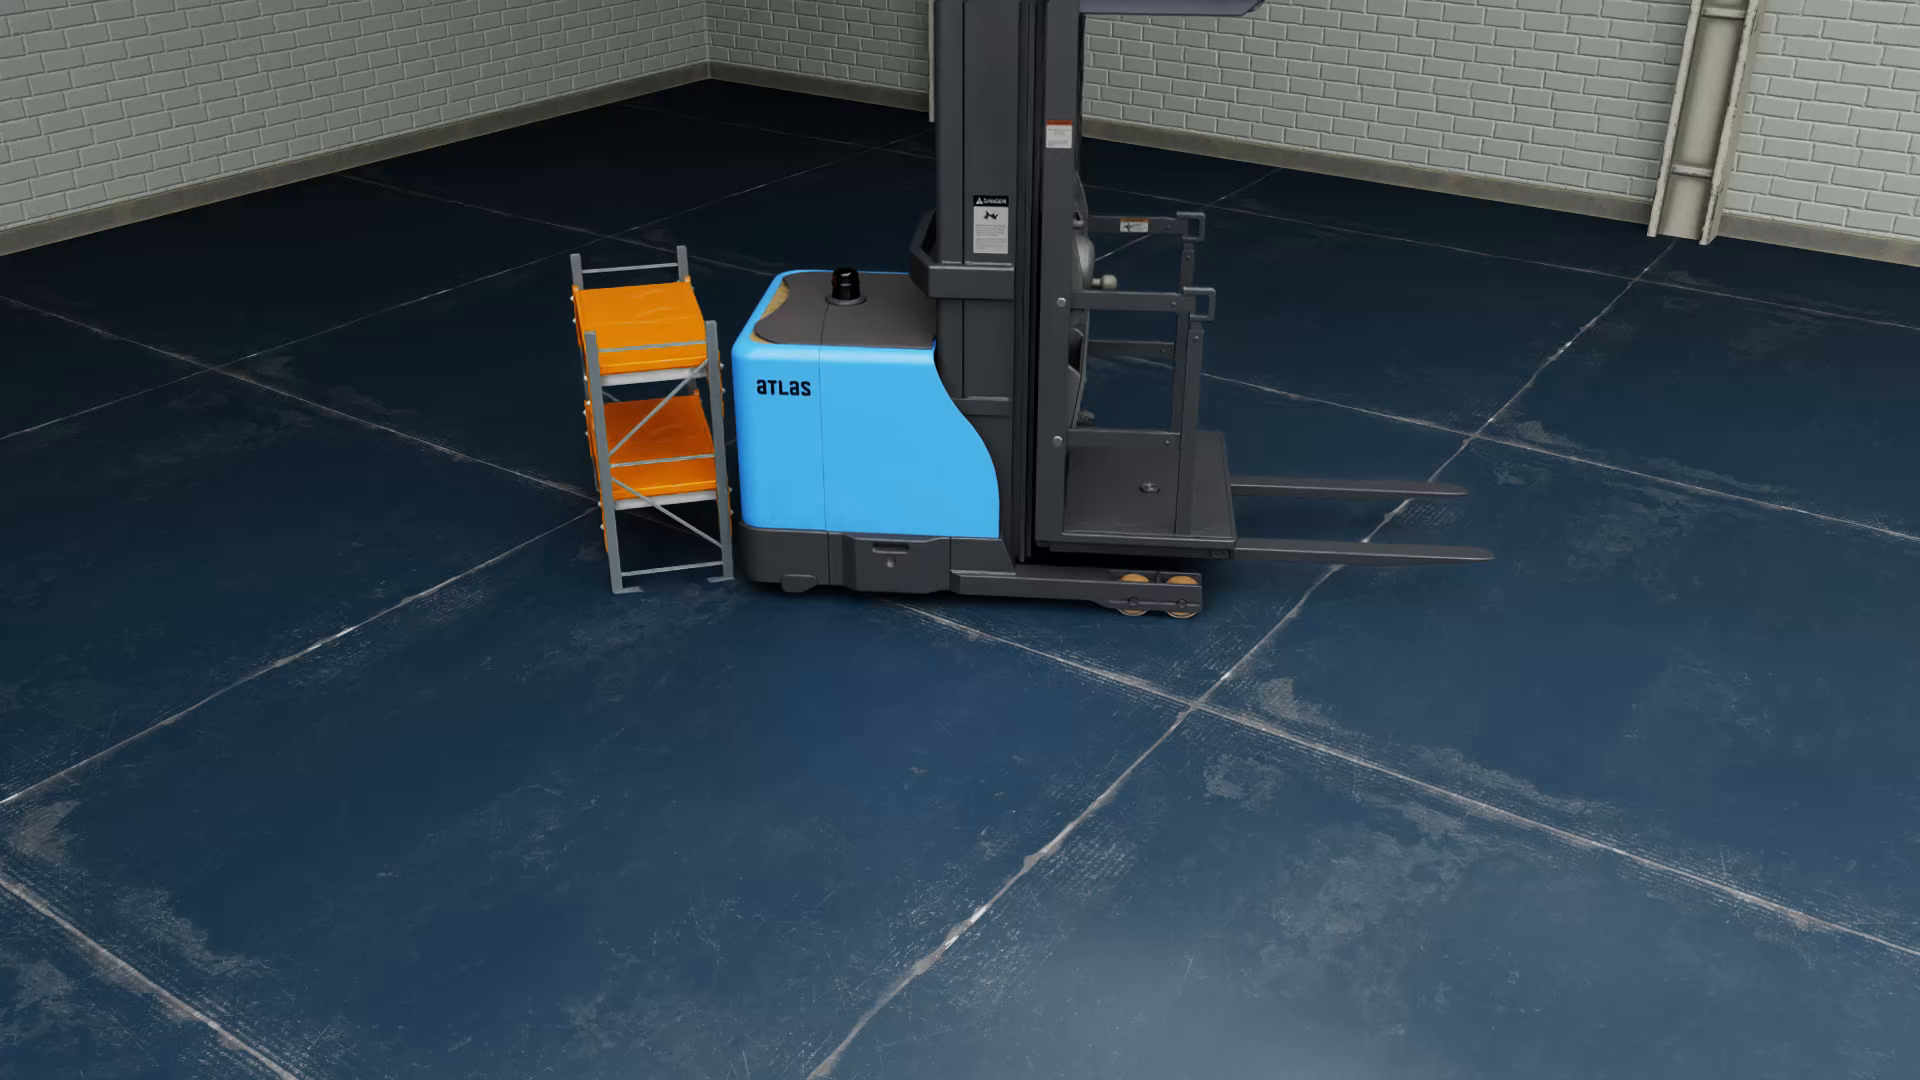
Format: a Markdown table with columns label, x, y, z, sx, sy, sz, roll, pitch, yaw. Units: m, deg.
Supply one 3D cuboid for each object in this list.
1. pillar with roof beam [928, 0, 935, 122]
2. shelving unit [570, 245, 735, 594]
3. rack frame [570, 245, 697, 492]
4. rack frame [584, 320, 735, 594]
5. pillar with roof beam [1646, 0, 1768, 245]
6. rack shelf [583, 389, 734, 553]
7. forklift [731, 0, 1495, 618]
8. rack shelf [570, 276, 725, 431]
| label | x | y | z | sx | sy | sz | roll | pitch | yaw |
| --- | --- | --- | --- | --- | --- | --- | --- | --- | --- |
| pillar with roof beam | -2.459 | -6.023 | 9.163 | 0.400 | 9.000 | 9.100 | 17 | 32 | 30 |
| shelving unit | -1.315 | -0.537 | 7.066 | 0.538 | 1.125 | 1.048 | -7 | 28 | -13 |
| rack frame | -1.445 | -0.760 | 7.504 | 0.500 | 1.125 | 0.032 | -7 | 28 | -13 |
| rack frame | -1.185 | -0.315 | 6.628 | 0.500 | 1.125 | 0.032 | -7 | 28 | -13 |
| pillar with roof beam | 2.487 | -4.482 | 6.135 | 0.400 | 9.000 | 9.100 | 17 | 32 | 30 |
| rack shelf | -1.315 | -0.319 | 7.177 | 0.538 | 0.278 | 1.000 | -7 | 28 | -13 |
| forklift | 0.652 | -1.247 | 6.469 | 3.031 | 2.935 | 1.130 | 2 | 27 | 5 |
| rack shelf | -1.315 | -0.798 | 6.933 | 0.538 | 0.278 | 1.000 | -7 | 28 | -13 |
